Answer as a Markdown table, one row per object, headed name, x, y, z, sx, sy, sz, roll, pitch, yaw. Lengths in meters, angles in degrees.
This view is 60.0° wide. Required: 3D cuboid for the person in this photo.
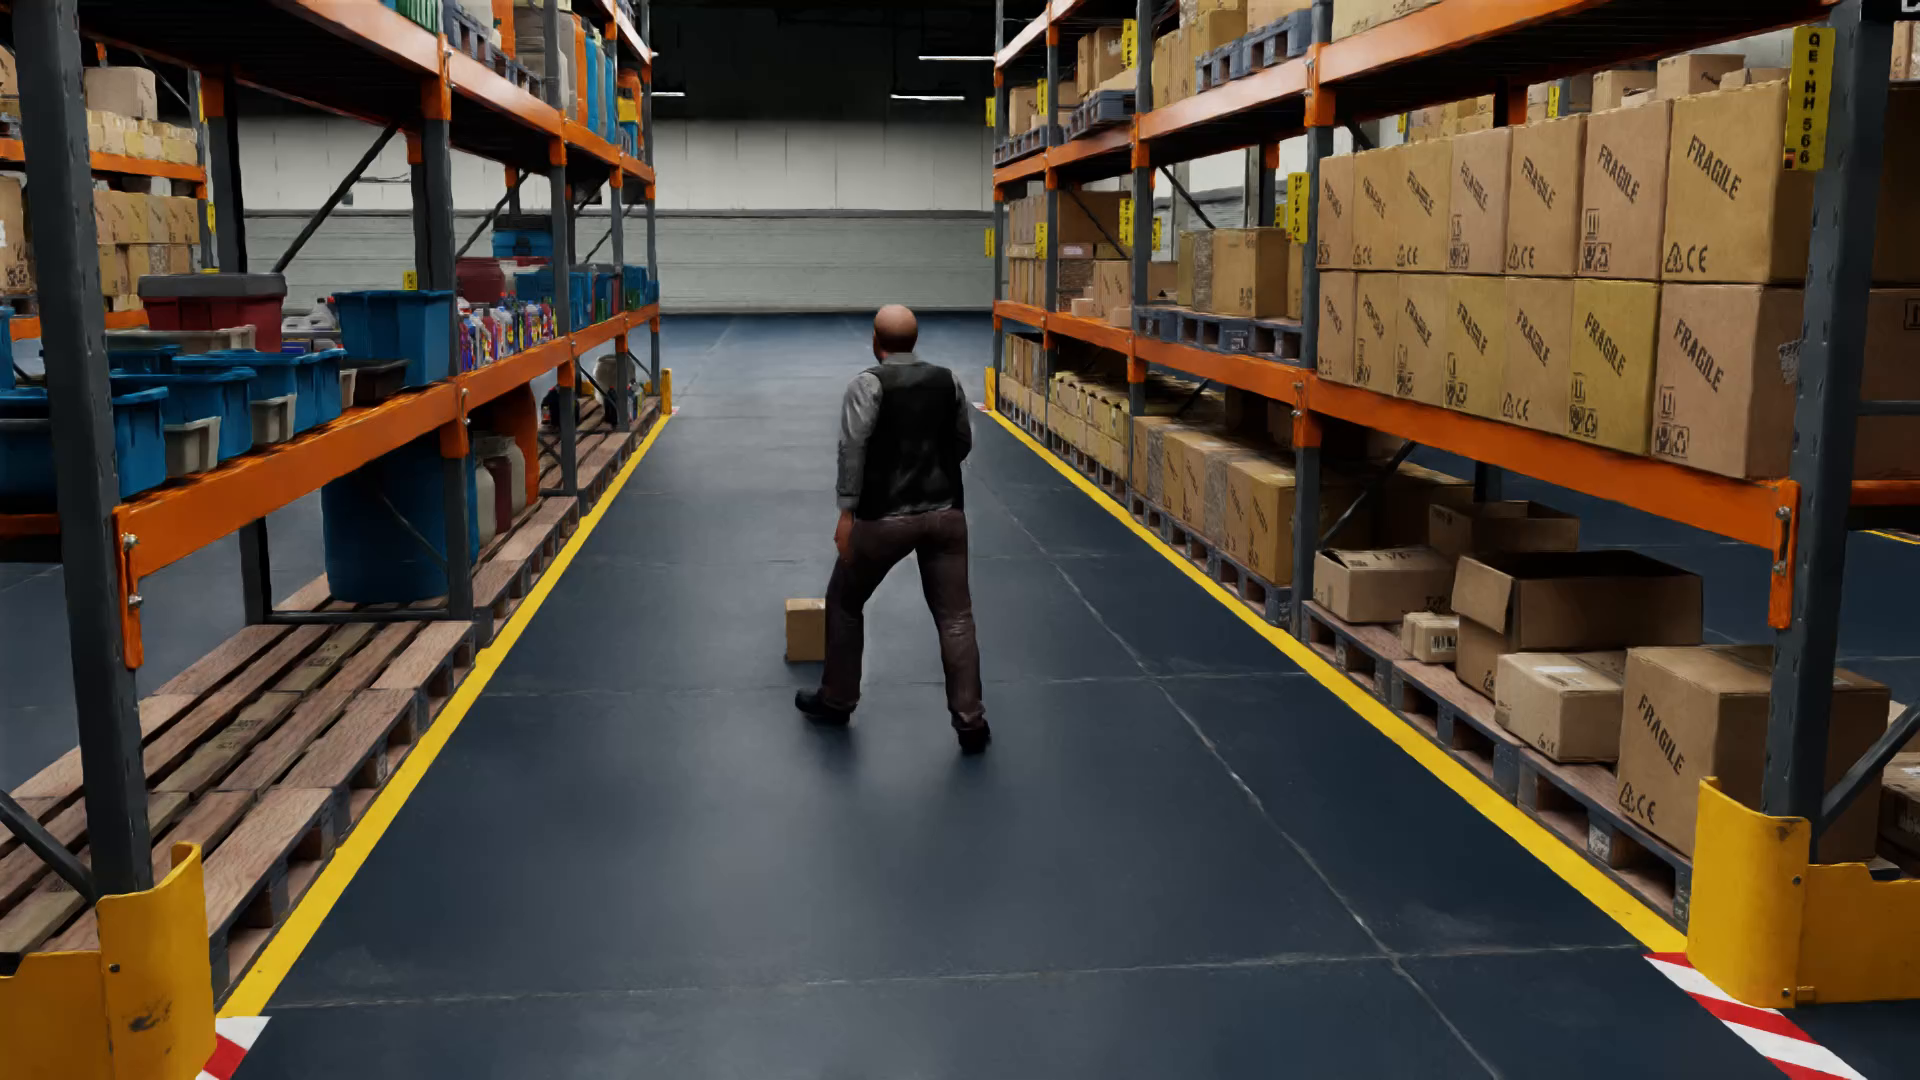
| name | x | y | z | sx | sy | sz | roll | pitch | yaw |
| --- | --- | --- | --- | --- | --- | --- | --- | --- | --- |
| person | -0.230 | -0.076 | 6.488 | 0.678 | 1.669 | 0.795 | -4 | 11 | -23 |
